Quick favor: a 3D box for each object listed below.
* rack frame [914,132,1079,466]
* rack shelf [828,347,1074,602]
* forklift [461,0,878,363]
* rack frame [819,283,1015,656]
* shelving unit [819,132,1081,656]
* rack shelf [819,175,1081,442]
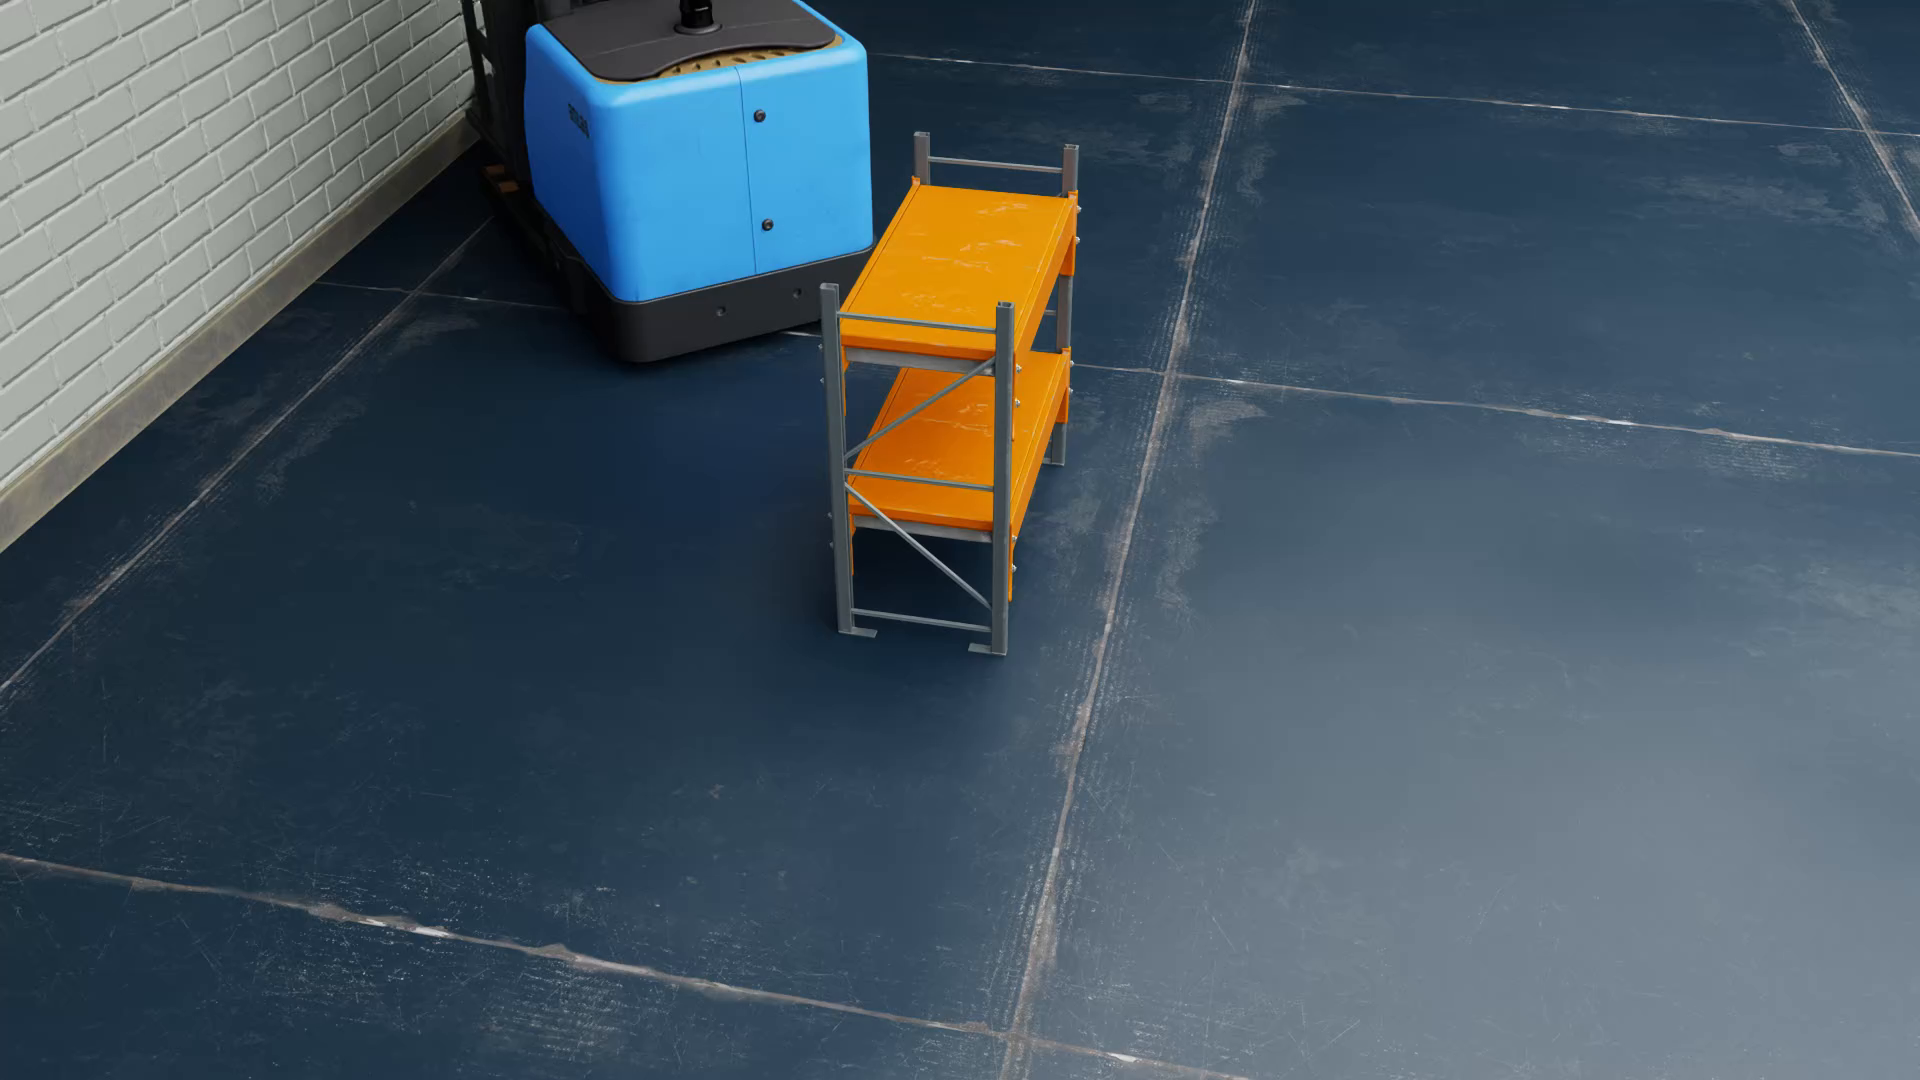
[{"bbox_3d":[0.107,-0.743,5.317,0.500,1.125,0.032,7,37,10],"label":"rack frame"},{"bbox_3d":[-0.001,-0.254,5.058,0.538,0.278,1.000,7,37,10],"label":"rack shelf"},{"bbox_3d":[-1.452,-2.675,6.443,1.130,2.935,3.031,-17,39,-22],"label":"forklift"},{"bbox_3d":[-0.110,-0.160,4.512,0.500,1.125,0.032,7,37,10],"label":"rack frame"},{"bbox_3d":[-0.001,-0.452,4.915,0.538,1.125,1.048,7,37,10],"label":"shelving unit"},{"bbox_3d":[-0.001,-0.689,4.743,0.538,0.278,1.000,7,37,10],"label":"rack shelf"}]
